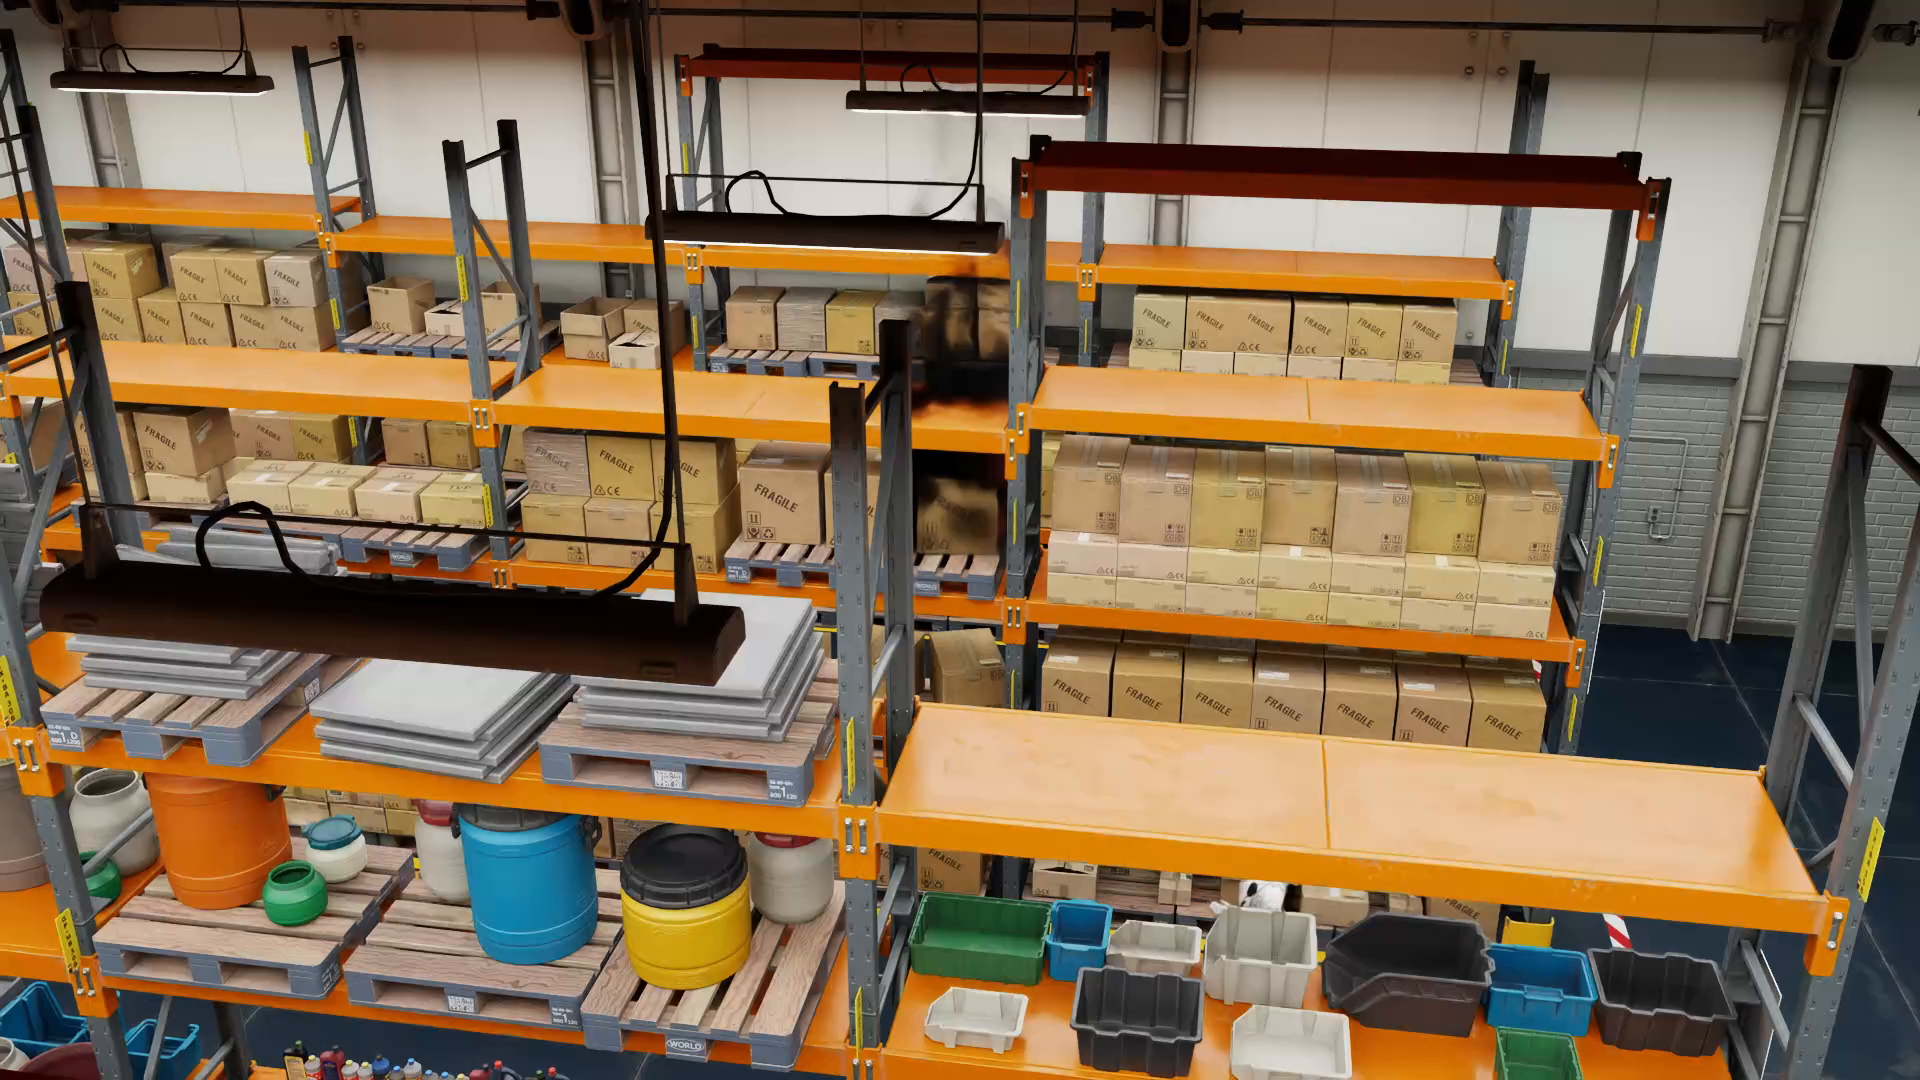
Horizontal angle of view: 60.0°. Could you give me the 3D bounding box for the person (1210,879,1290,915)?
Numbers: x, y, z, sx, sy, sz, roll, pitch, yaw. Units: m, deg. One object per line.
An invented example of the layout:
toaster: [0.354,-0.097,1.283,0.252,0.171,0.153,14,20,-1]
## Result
person: [2.007,2.711,11.136,0.723,1.804,0.583,-2,23,-5]
